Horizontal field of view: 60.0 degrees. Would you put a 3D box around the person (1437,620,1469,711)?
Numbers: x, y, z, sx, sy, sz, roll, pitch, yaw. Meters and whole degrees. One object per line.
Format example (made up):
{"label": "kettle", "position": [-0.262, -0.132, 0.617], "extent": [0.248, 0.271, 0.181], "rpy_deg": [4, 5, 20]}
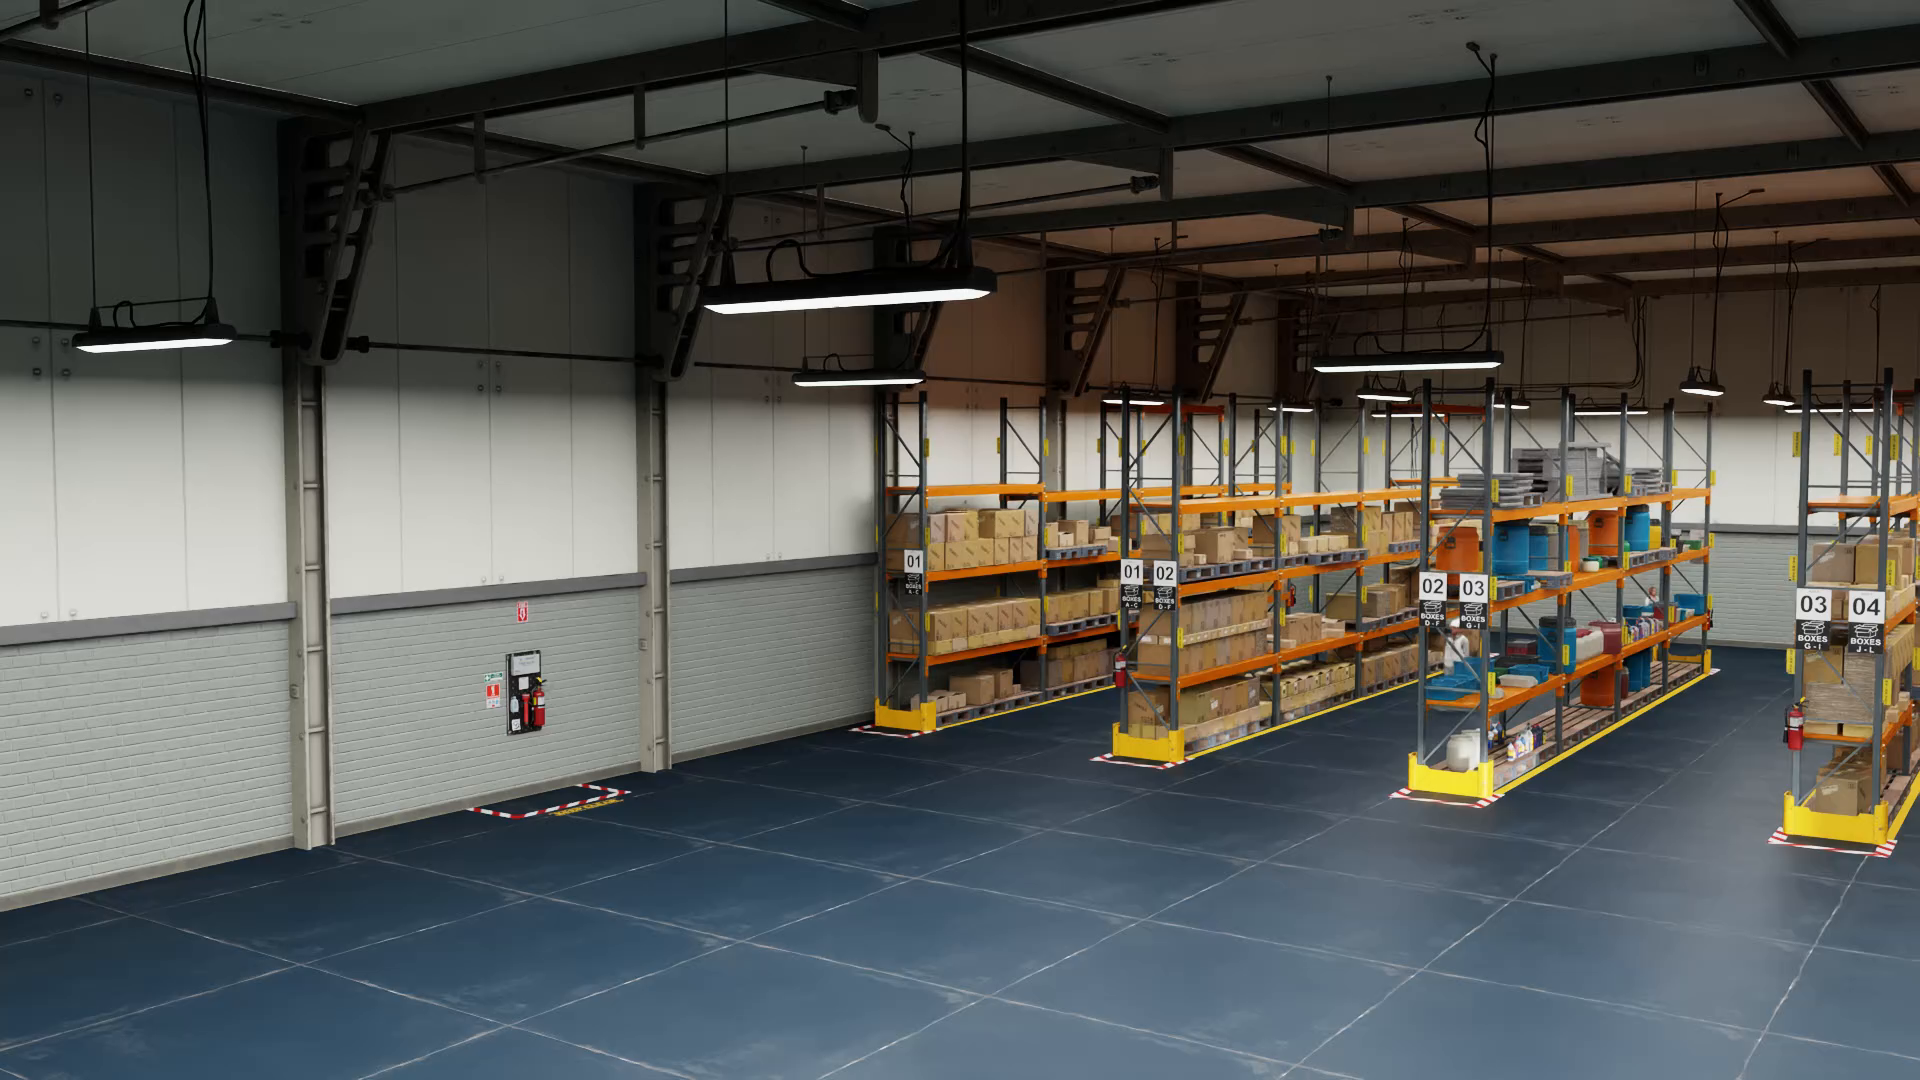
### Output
{"label": "person", "position": [9.407, 2.378, 31.557], "extent": [0.550, 1.715, 1.074], "rpy_deg": [2, 4, 38]}

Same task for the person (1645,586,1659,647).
{"label": "person", "position": [17.106, 1.931, 41.147], "extent": [0.432, 1.581, 0.819], "rpy_deg": [-1, 3, -21]}
